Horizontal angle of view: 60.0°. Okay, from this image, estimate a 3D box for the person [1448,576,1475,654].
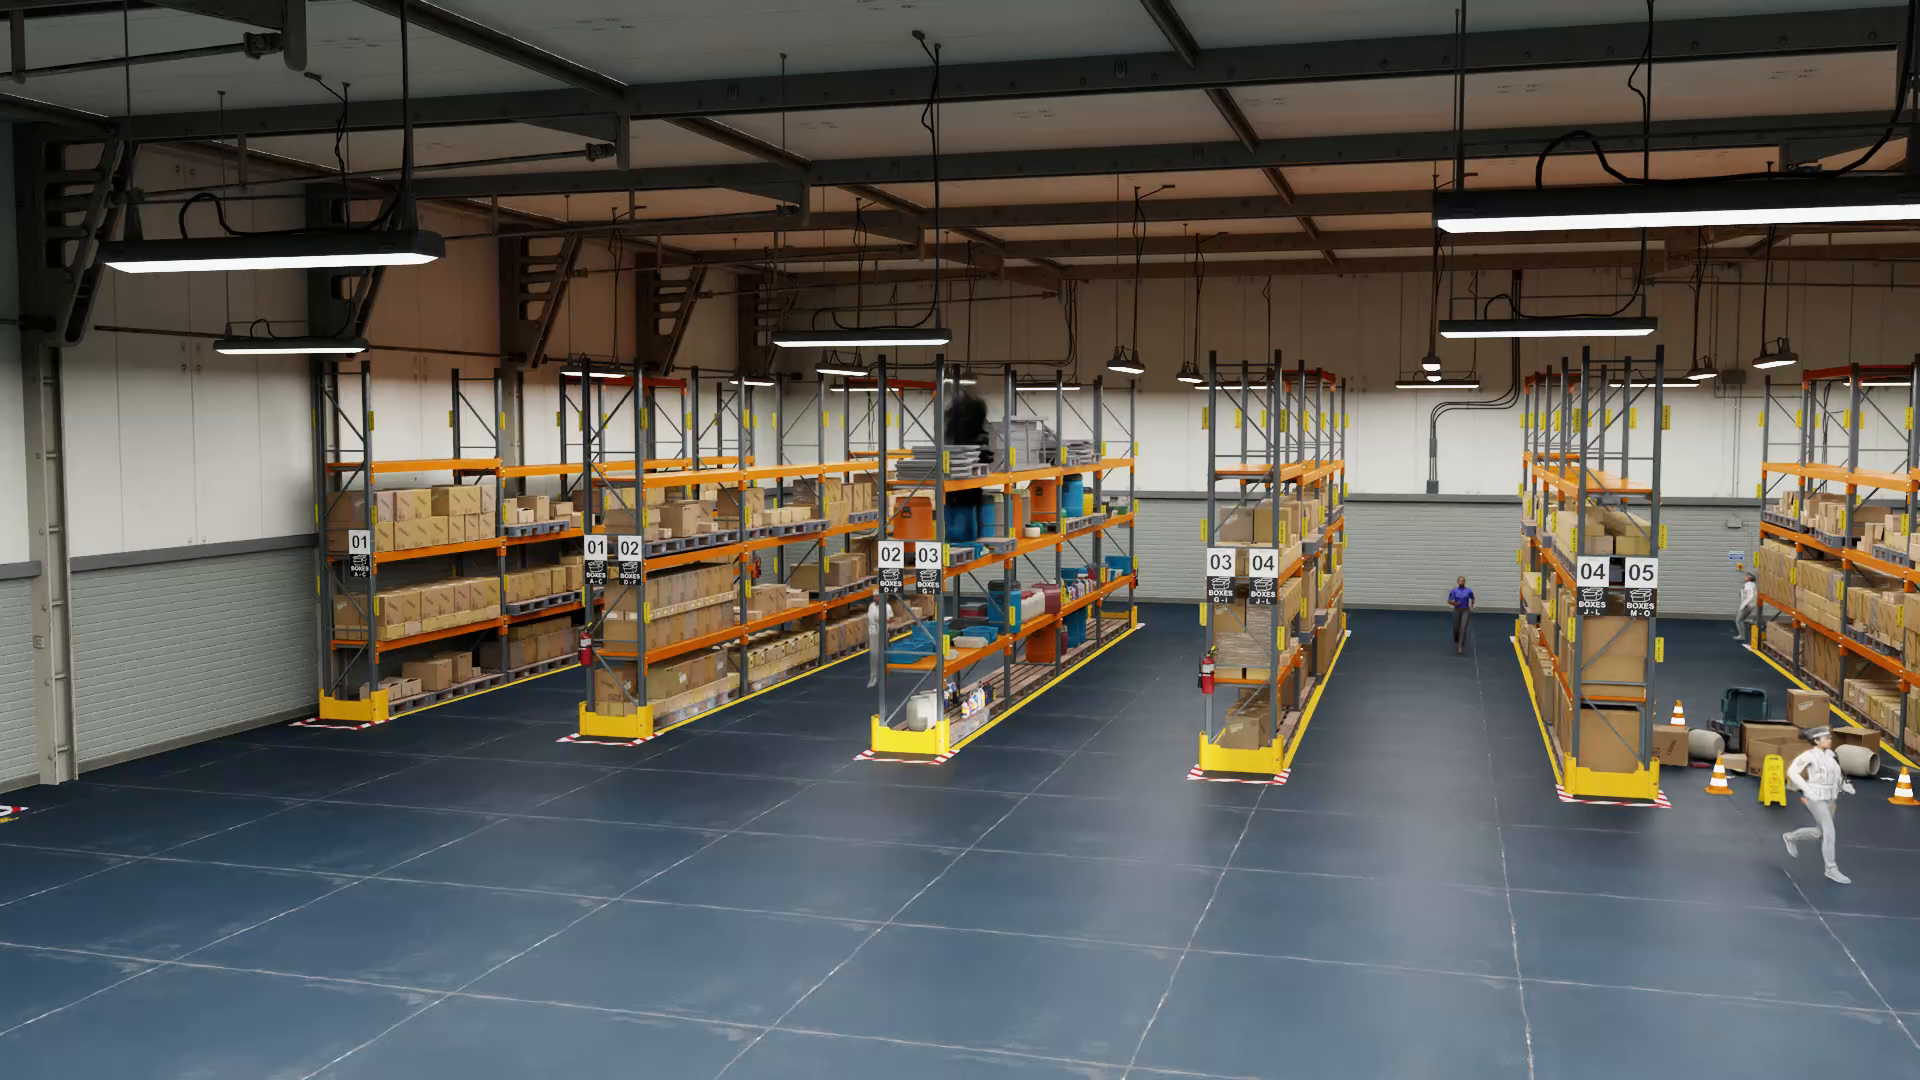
[{"bbox_3d":[10.860,1.601,36.036,0.575,1.645,0.840,1,4,17],"label":"person"}]

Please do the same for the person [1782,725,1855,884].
[{"bbox_3d":[9.441,2.866,18.335,0.618,1.696,0.843,-2,5,-29],"label":"person"}]

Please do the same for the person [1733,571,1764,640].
[{"bbox_3d":[17.897,1.492,37.740,0.645,1.625,0.663,2,5,30],"label":"person"}]

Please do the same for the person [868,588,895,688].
[{"bbox_3d":[-1.426,1.736,29.922,0.555,1.766,0.766,1,4,15],"label":"person"}]
